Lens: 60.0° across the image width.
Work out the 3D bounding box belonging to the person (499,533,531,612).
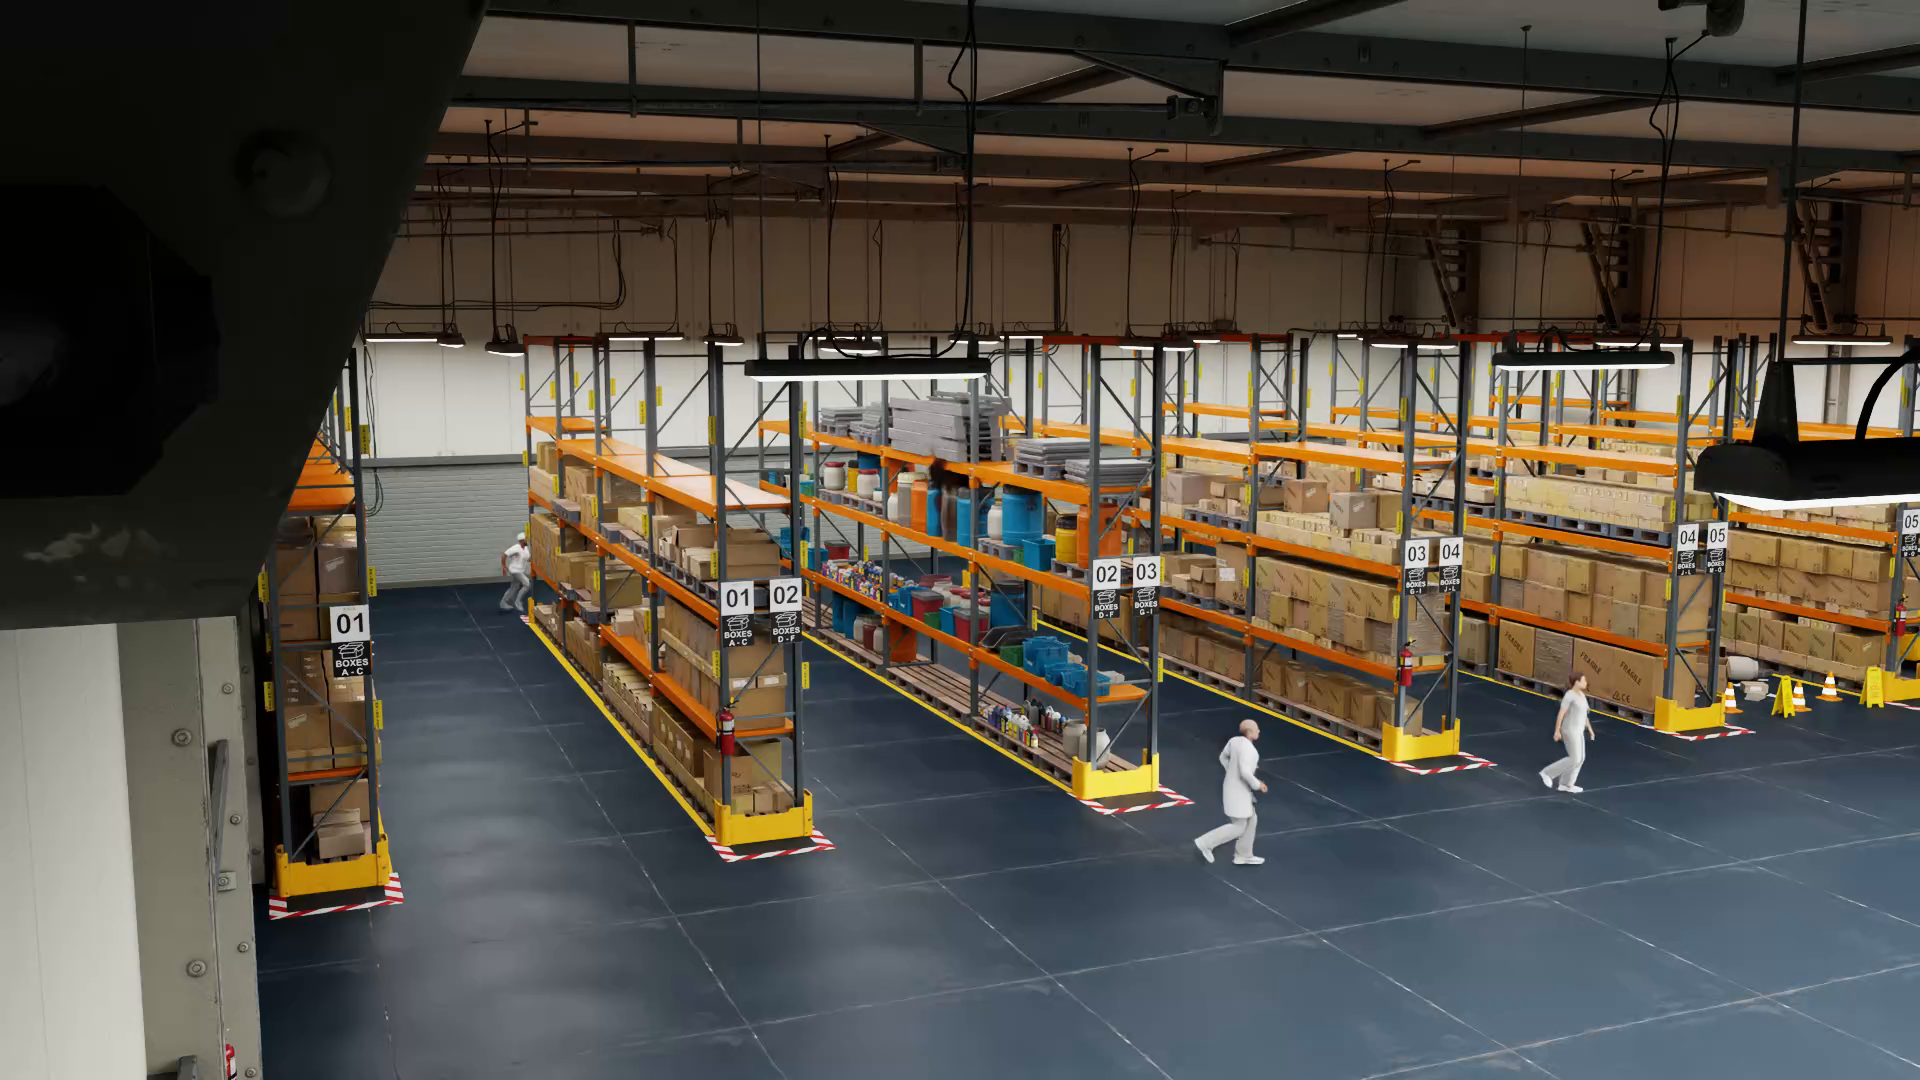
[{"bbox_3d":[-9.533,0.689,35.988,0.975,1.693,0.724,1,8,5],"label":"person"}]

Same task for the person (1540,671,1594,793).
[{"bbox_3d":[8.125,2.568,22.255,0.552,1.637,0.686,6,10,40],"label":"person"}]

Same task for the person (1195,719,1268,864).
[{"bbox_3d":[3.134,2.930,19.248,0.853,1.733,0.711,0,8,-3],"label":"person"}]

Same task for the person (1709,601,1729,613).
[{"bbox_3d":[15.494,1.064,33.660,0.599,1.605,0.617,-3,8,-23],"label":"person"}]
